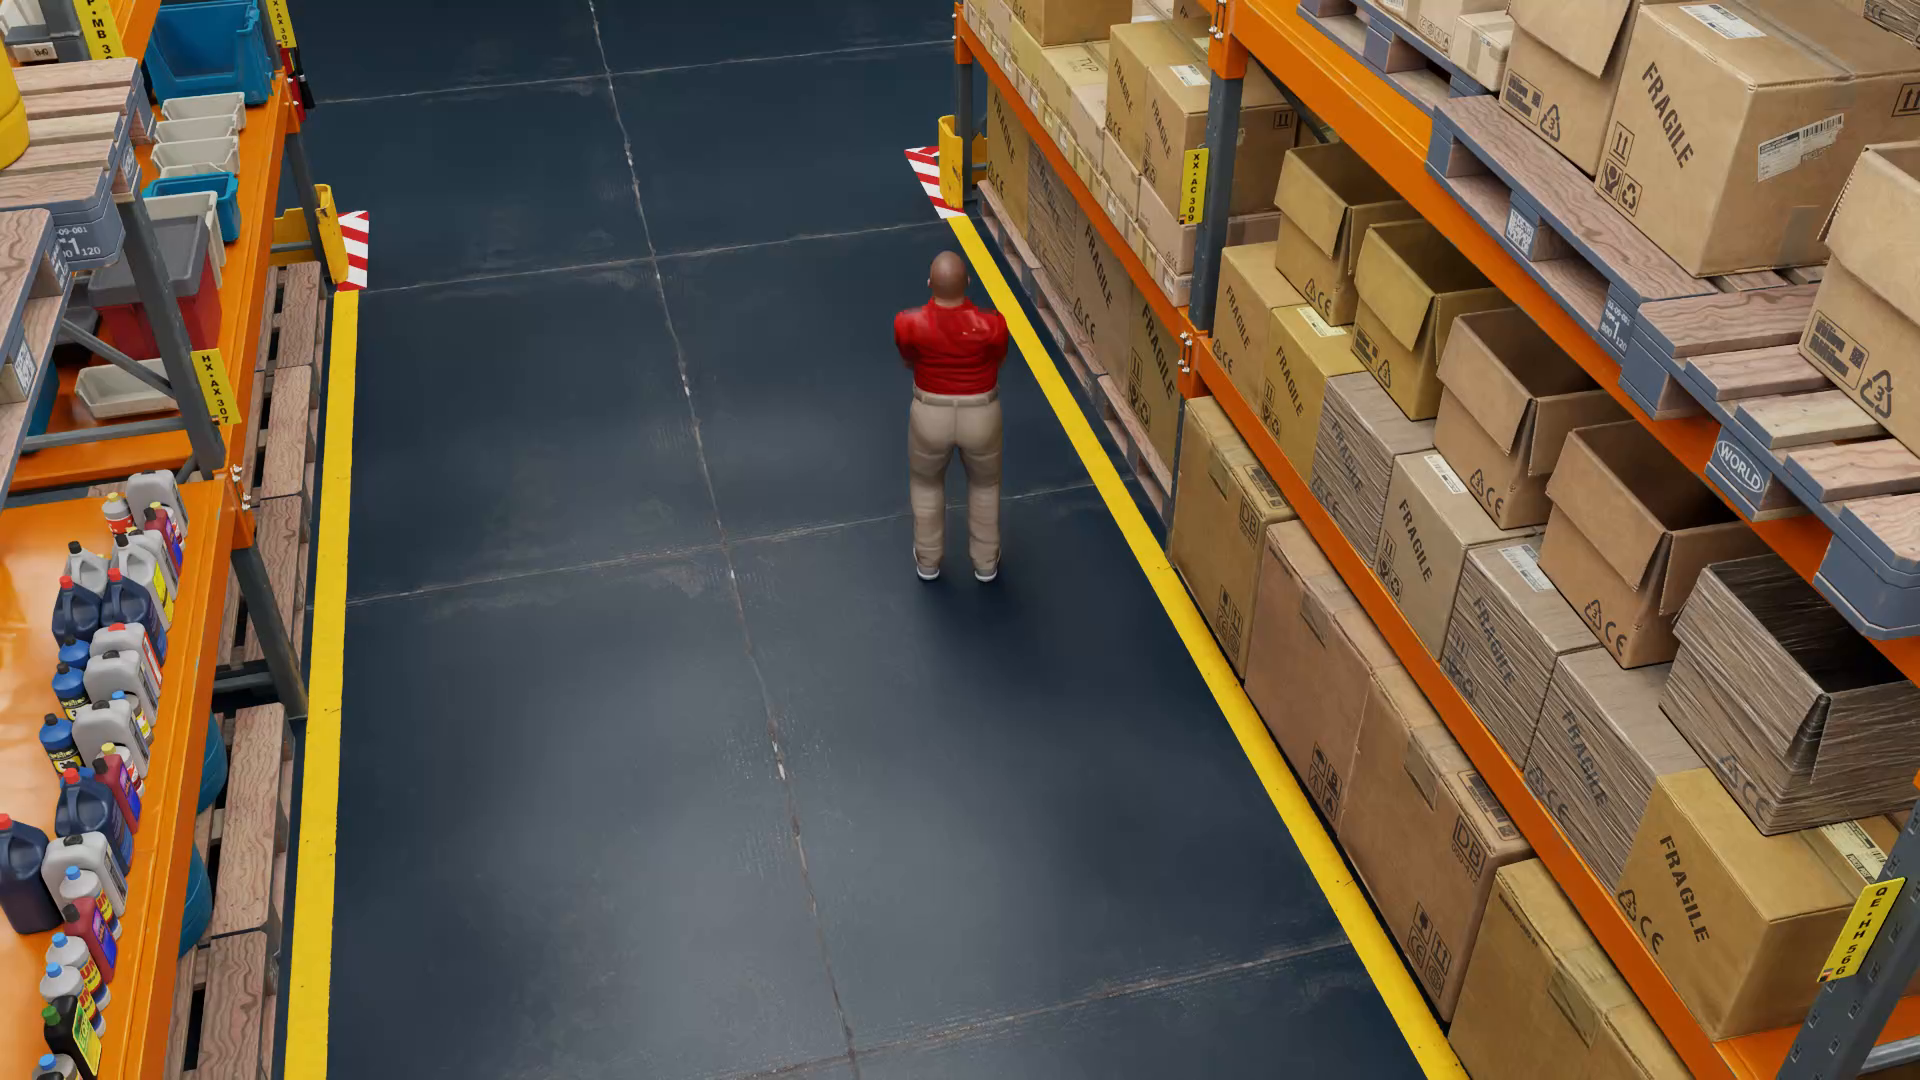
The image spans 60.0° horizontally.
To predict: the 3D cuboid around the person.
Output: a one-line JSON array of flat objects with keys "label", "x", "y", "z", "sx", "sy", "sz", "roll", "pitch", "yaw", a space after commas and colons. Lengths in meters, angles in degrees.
[{"label": "person", "x": -0.034, "y": -0.602, "z": 7.509, "sx": 0.494, "sy": 1.712, "sz": 0.537, "roll": 1, "pitch": 38, "yaw": 1}]
